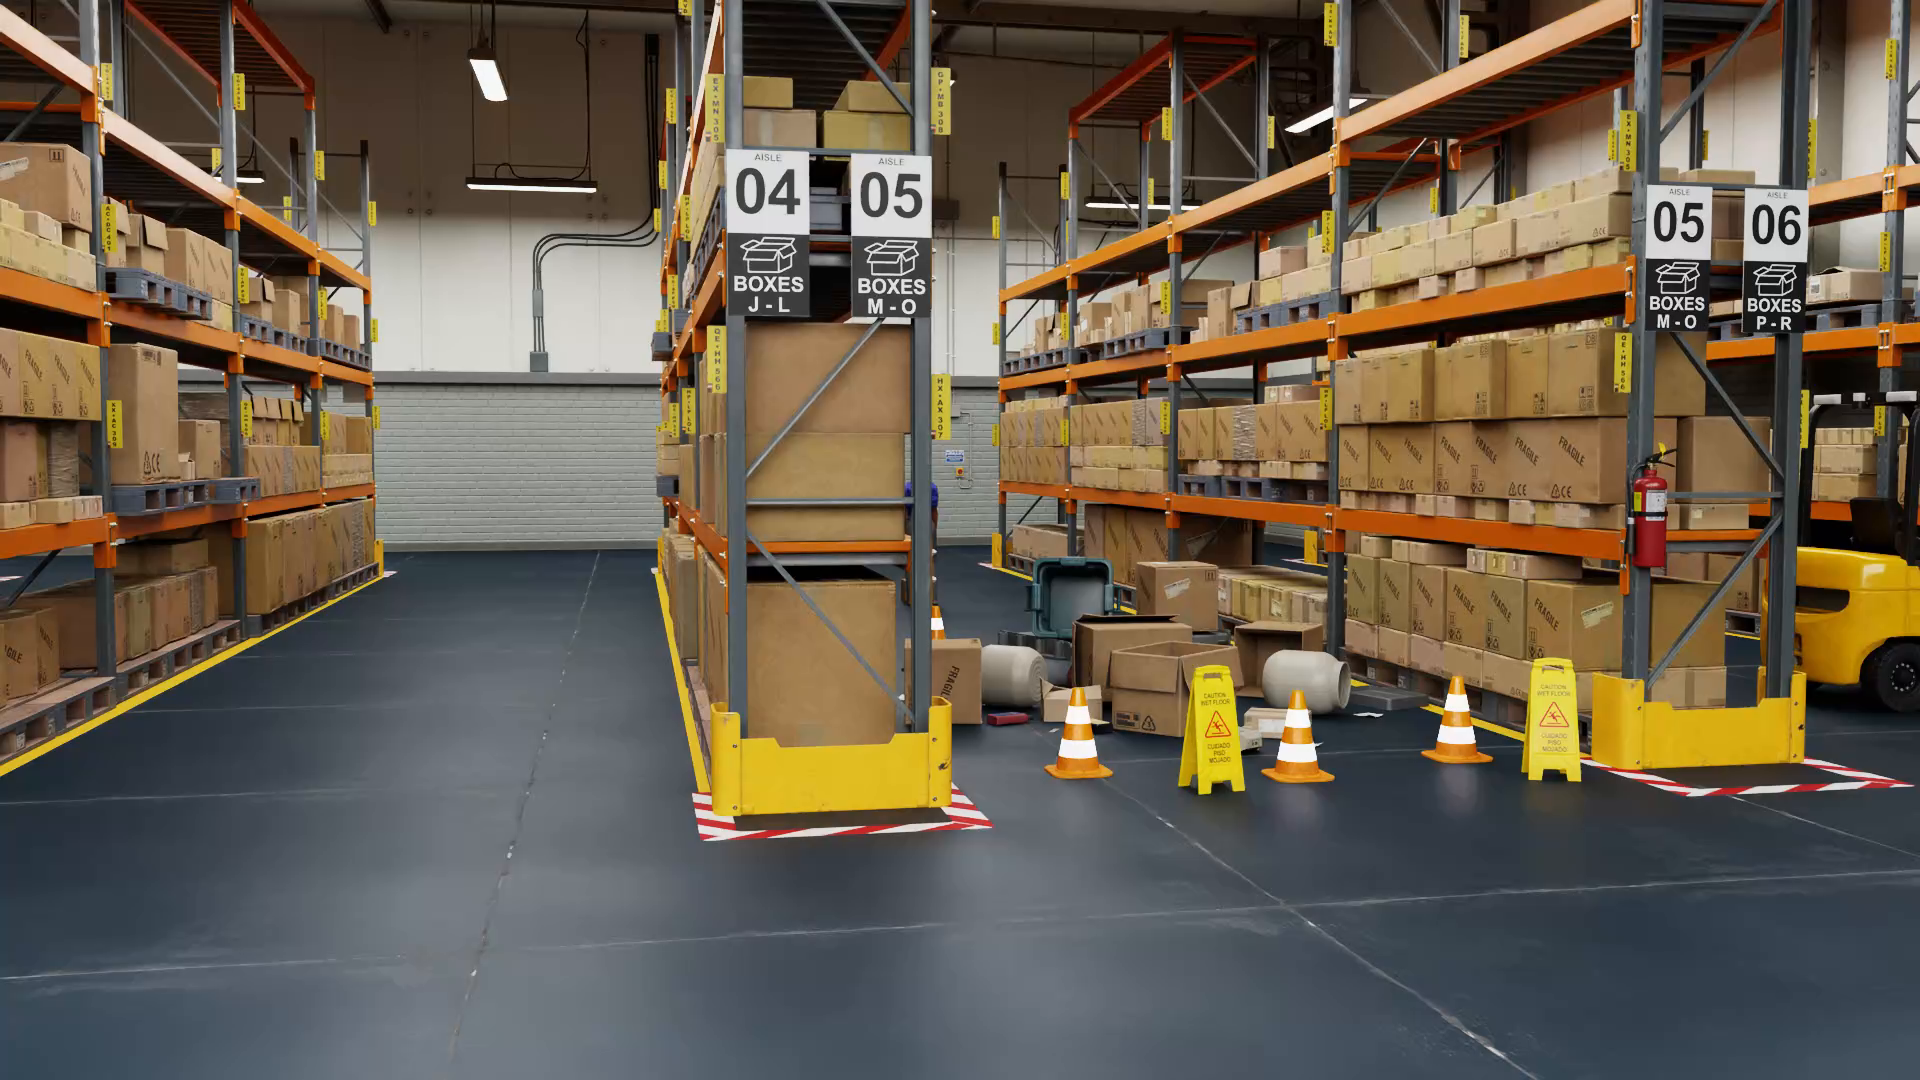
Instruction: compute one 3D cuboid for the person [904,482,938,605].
[{"bbox_3d":[-0.466,-0.076,18.813,0.436,1.677,0.309,-1,3,-10],"label":"person"}]
